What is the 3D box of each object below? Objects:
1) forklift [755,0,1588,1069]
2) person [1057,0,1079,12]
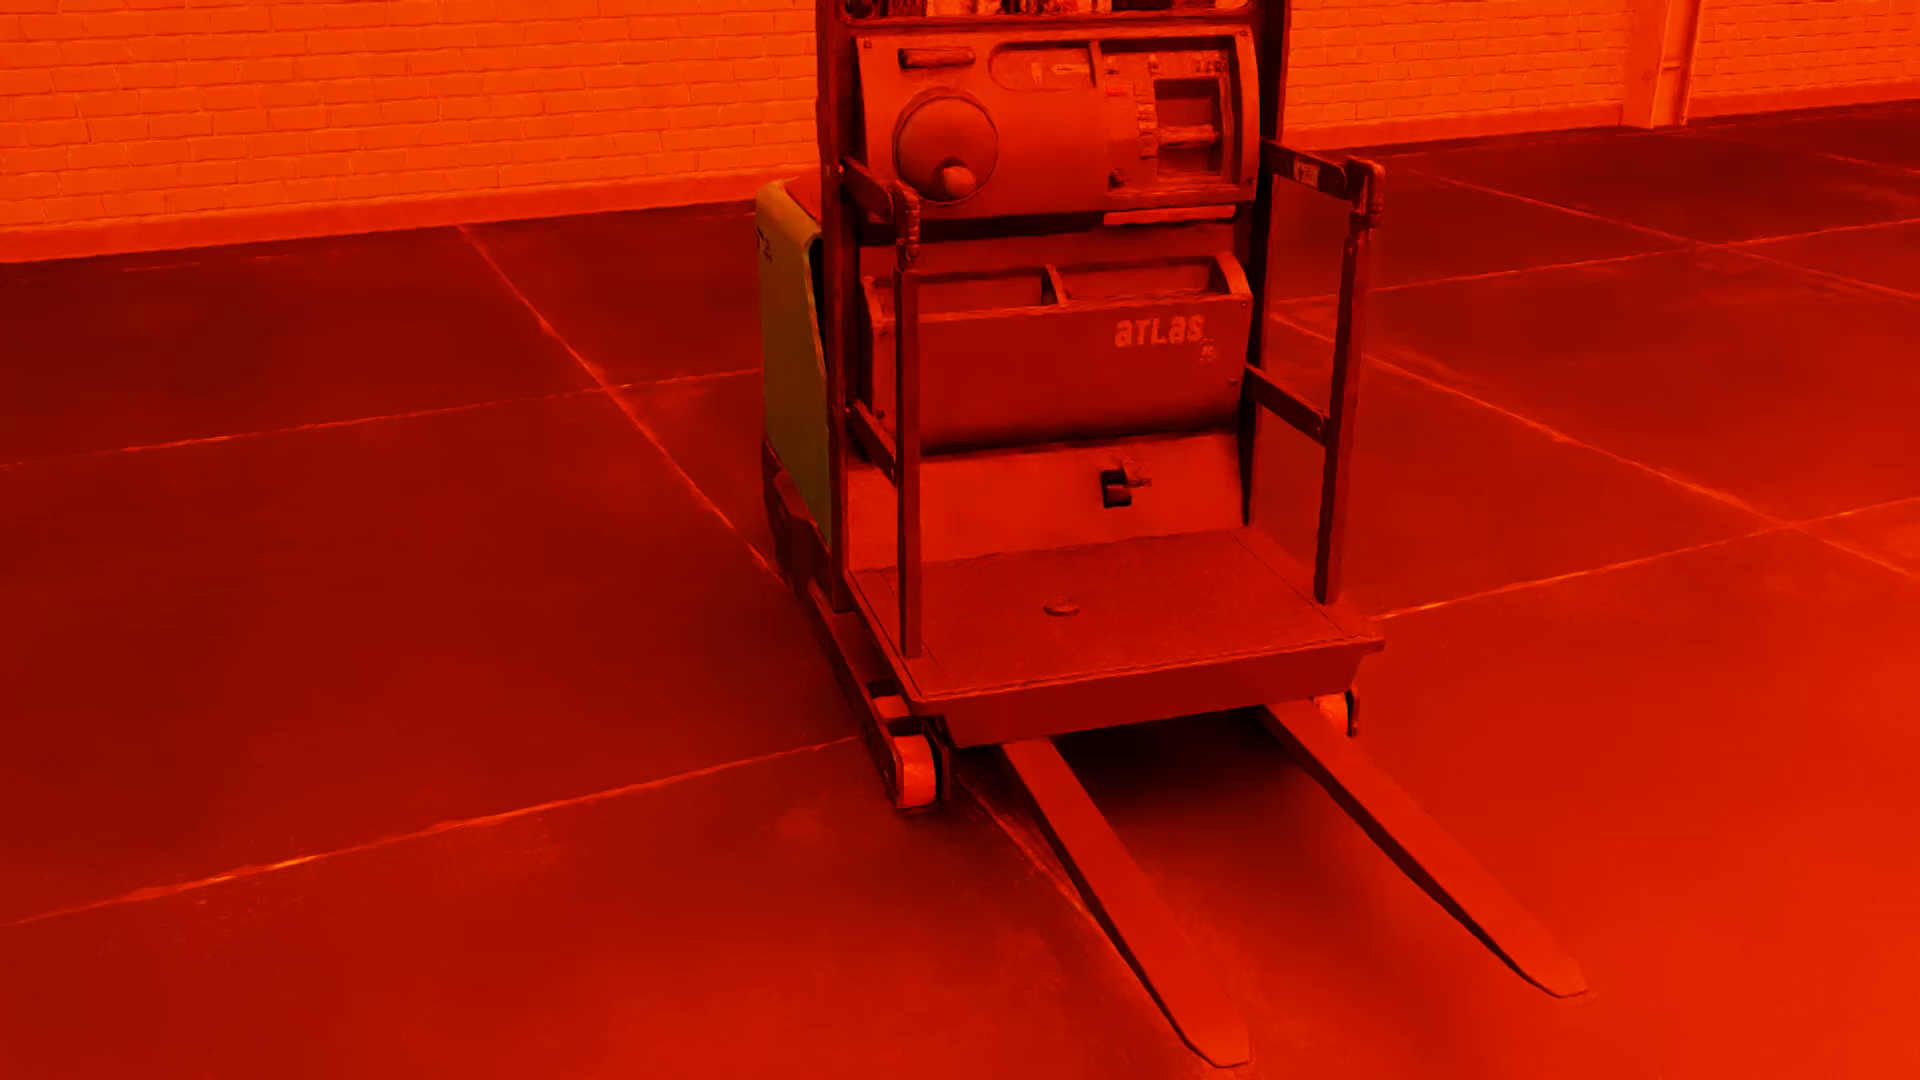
[{"bbox_3d":[0.293,-0.928,3.519,1.130,2.935,3.031,-6,23,-15],"label":"forklift"},{"bbox_3d":[0.352,-0.888,5.078,0.685,1.666,0.903,20,30,39],"label":"person"}]
